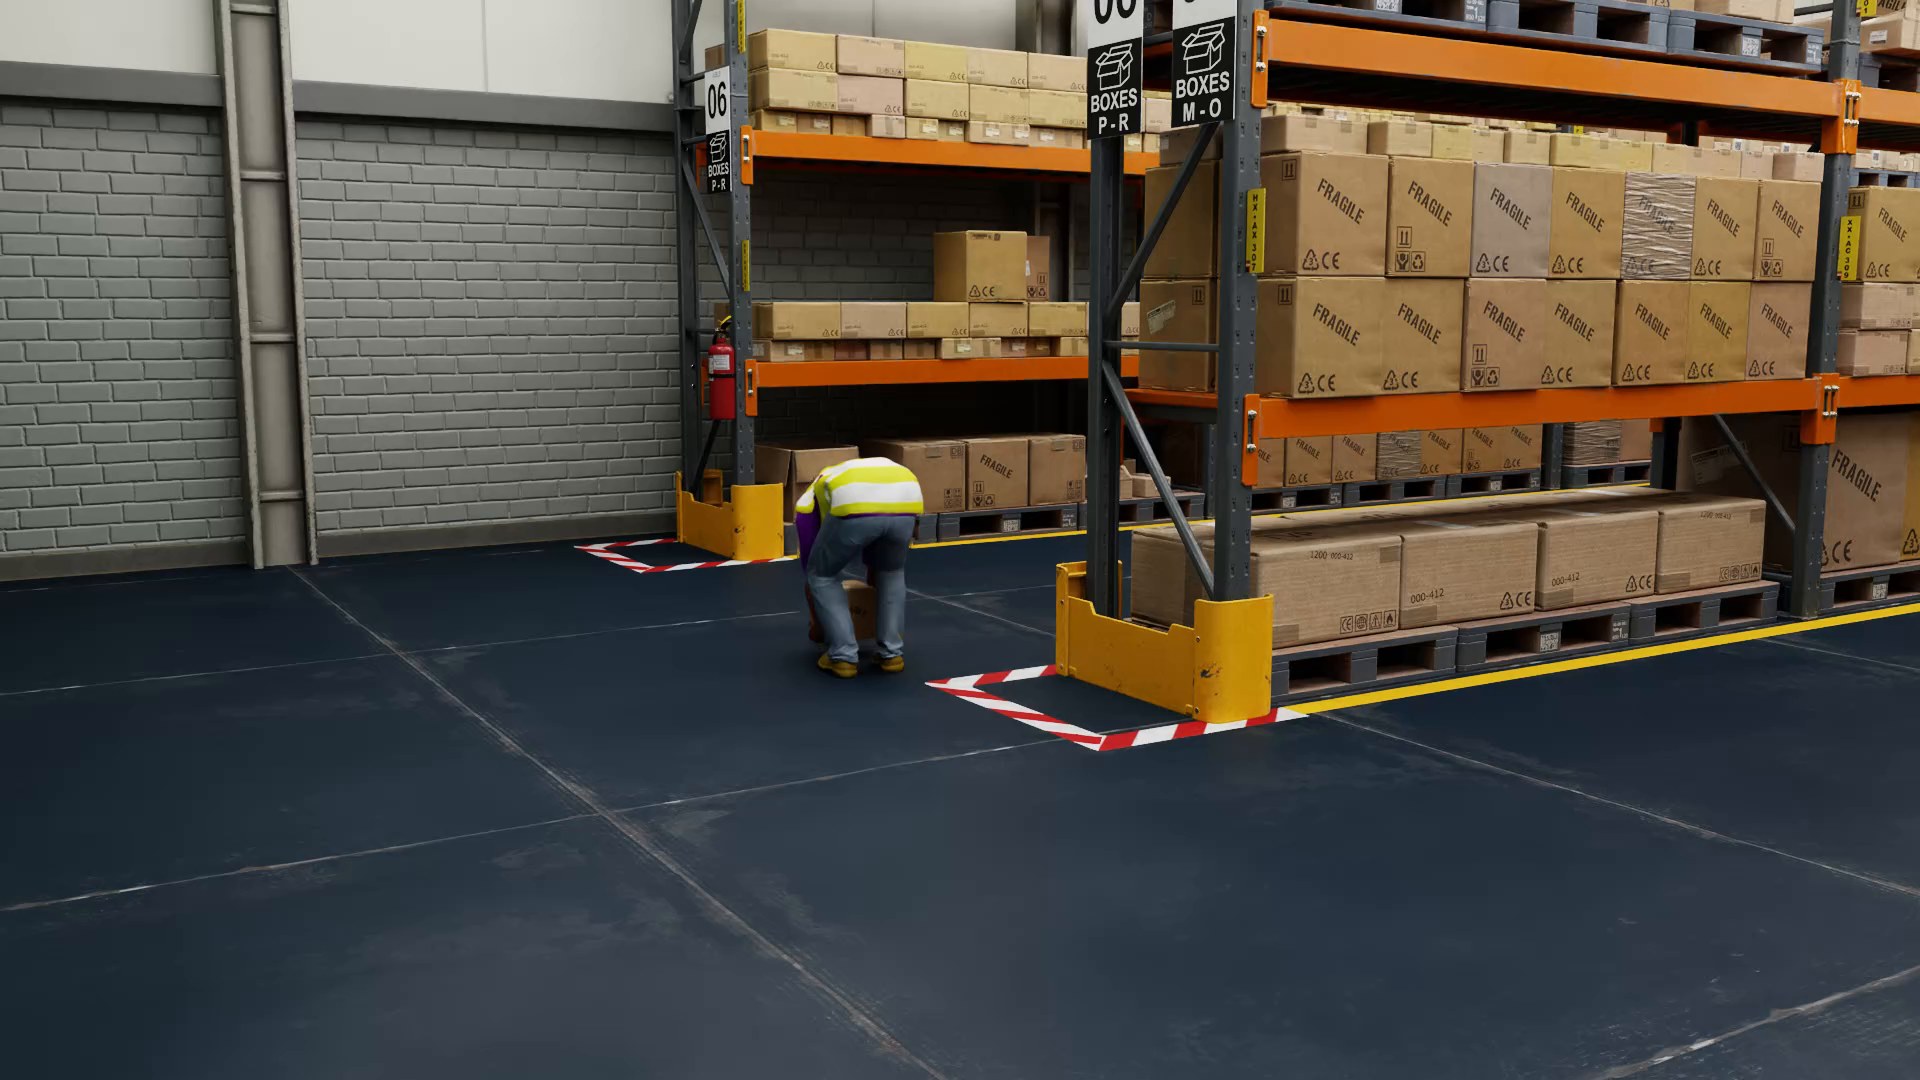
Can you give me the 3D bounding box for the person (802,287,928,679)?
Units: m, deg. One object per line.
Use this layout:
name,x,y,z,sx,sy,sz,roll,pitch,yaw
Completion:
person,-0.437,-0.259,7.578,0.594,1.760,0.435,-3,9,-21
